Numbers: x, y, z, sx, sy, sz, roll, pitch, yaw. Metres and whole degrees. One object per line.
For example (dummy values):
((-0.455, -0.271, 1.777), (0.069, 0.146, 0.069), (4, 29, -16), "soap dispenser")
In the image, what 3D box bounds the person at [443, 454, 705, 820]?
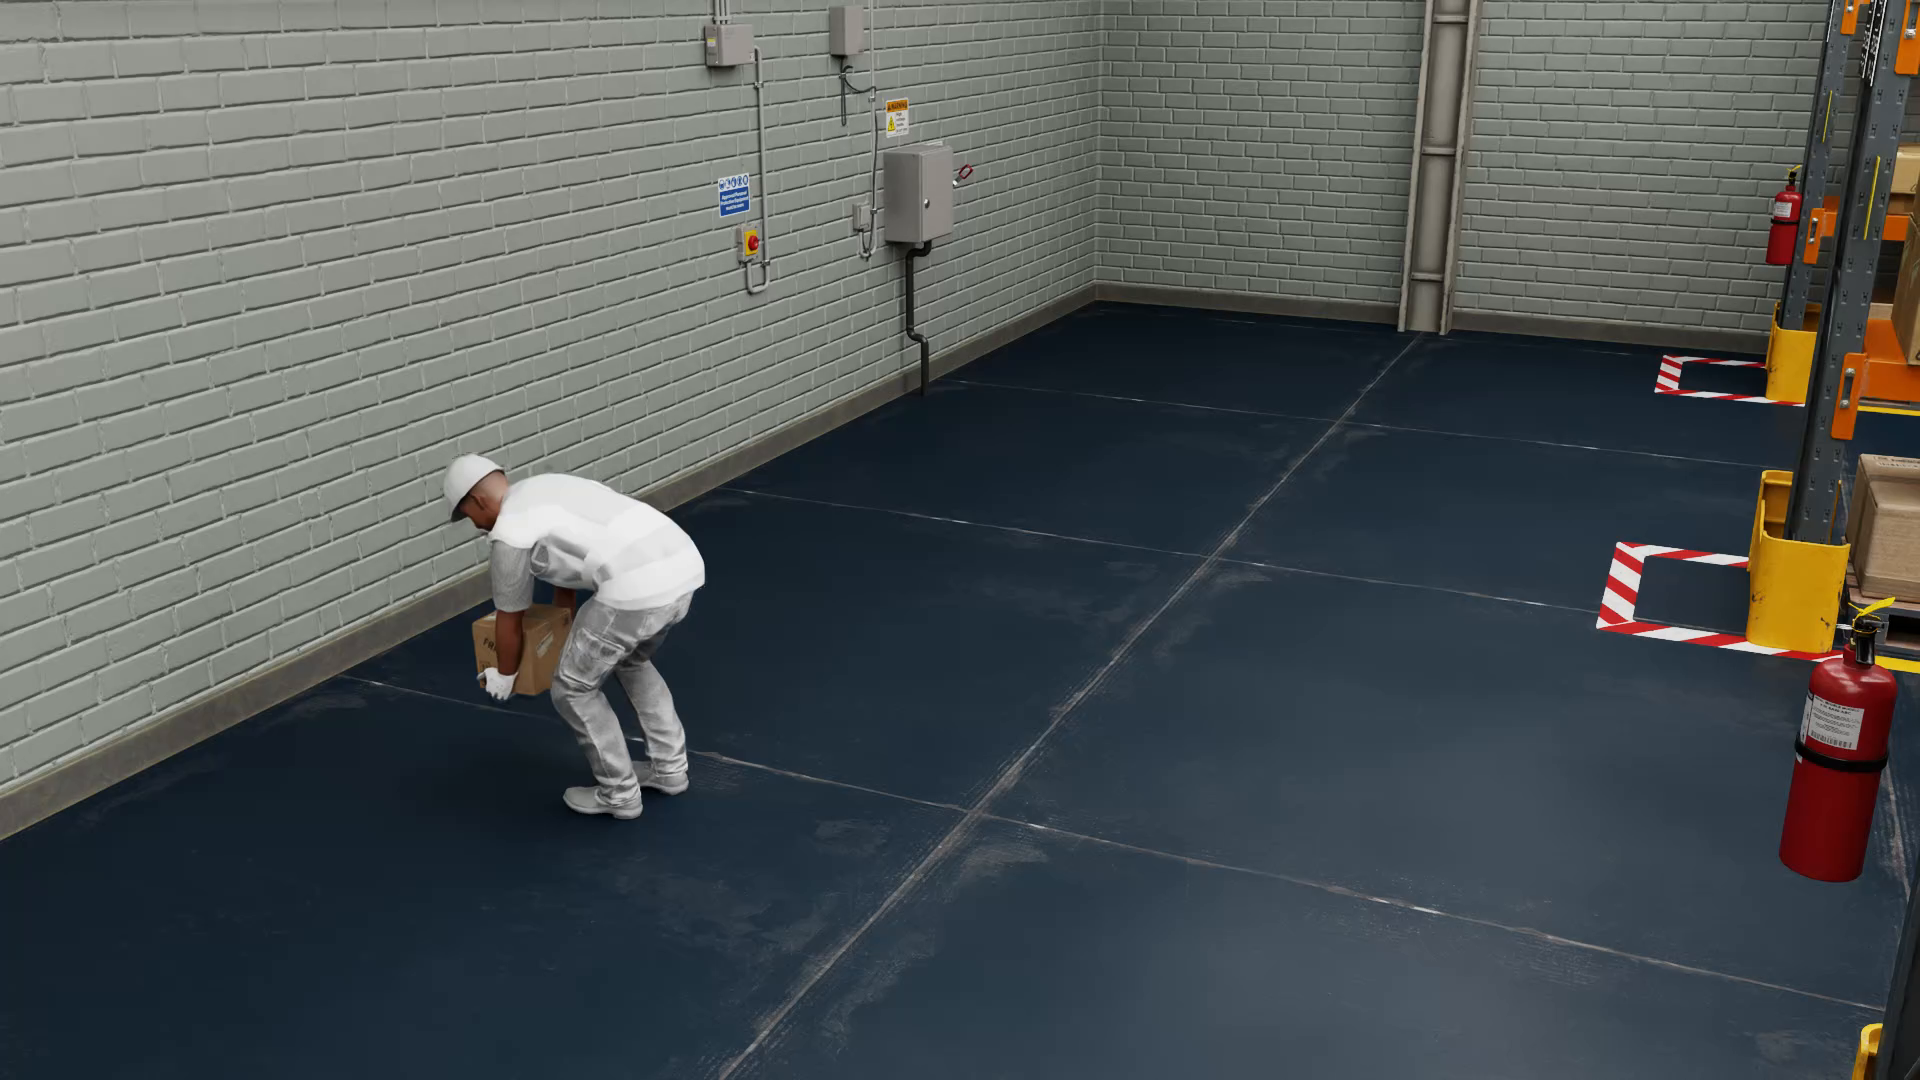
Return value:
((-1.365, 0.334, 5.893), (0.953, 1.238, 0.516), (7, 20, 21), "person")
